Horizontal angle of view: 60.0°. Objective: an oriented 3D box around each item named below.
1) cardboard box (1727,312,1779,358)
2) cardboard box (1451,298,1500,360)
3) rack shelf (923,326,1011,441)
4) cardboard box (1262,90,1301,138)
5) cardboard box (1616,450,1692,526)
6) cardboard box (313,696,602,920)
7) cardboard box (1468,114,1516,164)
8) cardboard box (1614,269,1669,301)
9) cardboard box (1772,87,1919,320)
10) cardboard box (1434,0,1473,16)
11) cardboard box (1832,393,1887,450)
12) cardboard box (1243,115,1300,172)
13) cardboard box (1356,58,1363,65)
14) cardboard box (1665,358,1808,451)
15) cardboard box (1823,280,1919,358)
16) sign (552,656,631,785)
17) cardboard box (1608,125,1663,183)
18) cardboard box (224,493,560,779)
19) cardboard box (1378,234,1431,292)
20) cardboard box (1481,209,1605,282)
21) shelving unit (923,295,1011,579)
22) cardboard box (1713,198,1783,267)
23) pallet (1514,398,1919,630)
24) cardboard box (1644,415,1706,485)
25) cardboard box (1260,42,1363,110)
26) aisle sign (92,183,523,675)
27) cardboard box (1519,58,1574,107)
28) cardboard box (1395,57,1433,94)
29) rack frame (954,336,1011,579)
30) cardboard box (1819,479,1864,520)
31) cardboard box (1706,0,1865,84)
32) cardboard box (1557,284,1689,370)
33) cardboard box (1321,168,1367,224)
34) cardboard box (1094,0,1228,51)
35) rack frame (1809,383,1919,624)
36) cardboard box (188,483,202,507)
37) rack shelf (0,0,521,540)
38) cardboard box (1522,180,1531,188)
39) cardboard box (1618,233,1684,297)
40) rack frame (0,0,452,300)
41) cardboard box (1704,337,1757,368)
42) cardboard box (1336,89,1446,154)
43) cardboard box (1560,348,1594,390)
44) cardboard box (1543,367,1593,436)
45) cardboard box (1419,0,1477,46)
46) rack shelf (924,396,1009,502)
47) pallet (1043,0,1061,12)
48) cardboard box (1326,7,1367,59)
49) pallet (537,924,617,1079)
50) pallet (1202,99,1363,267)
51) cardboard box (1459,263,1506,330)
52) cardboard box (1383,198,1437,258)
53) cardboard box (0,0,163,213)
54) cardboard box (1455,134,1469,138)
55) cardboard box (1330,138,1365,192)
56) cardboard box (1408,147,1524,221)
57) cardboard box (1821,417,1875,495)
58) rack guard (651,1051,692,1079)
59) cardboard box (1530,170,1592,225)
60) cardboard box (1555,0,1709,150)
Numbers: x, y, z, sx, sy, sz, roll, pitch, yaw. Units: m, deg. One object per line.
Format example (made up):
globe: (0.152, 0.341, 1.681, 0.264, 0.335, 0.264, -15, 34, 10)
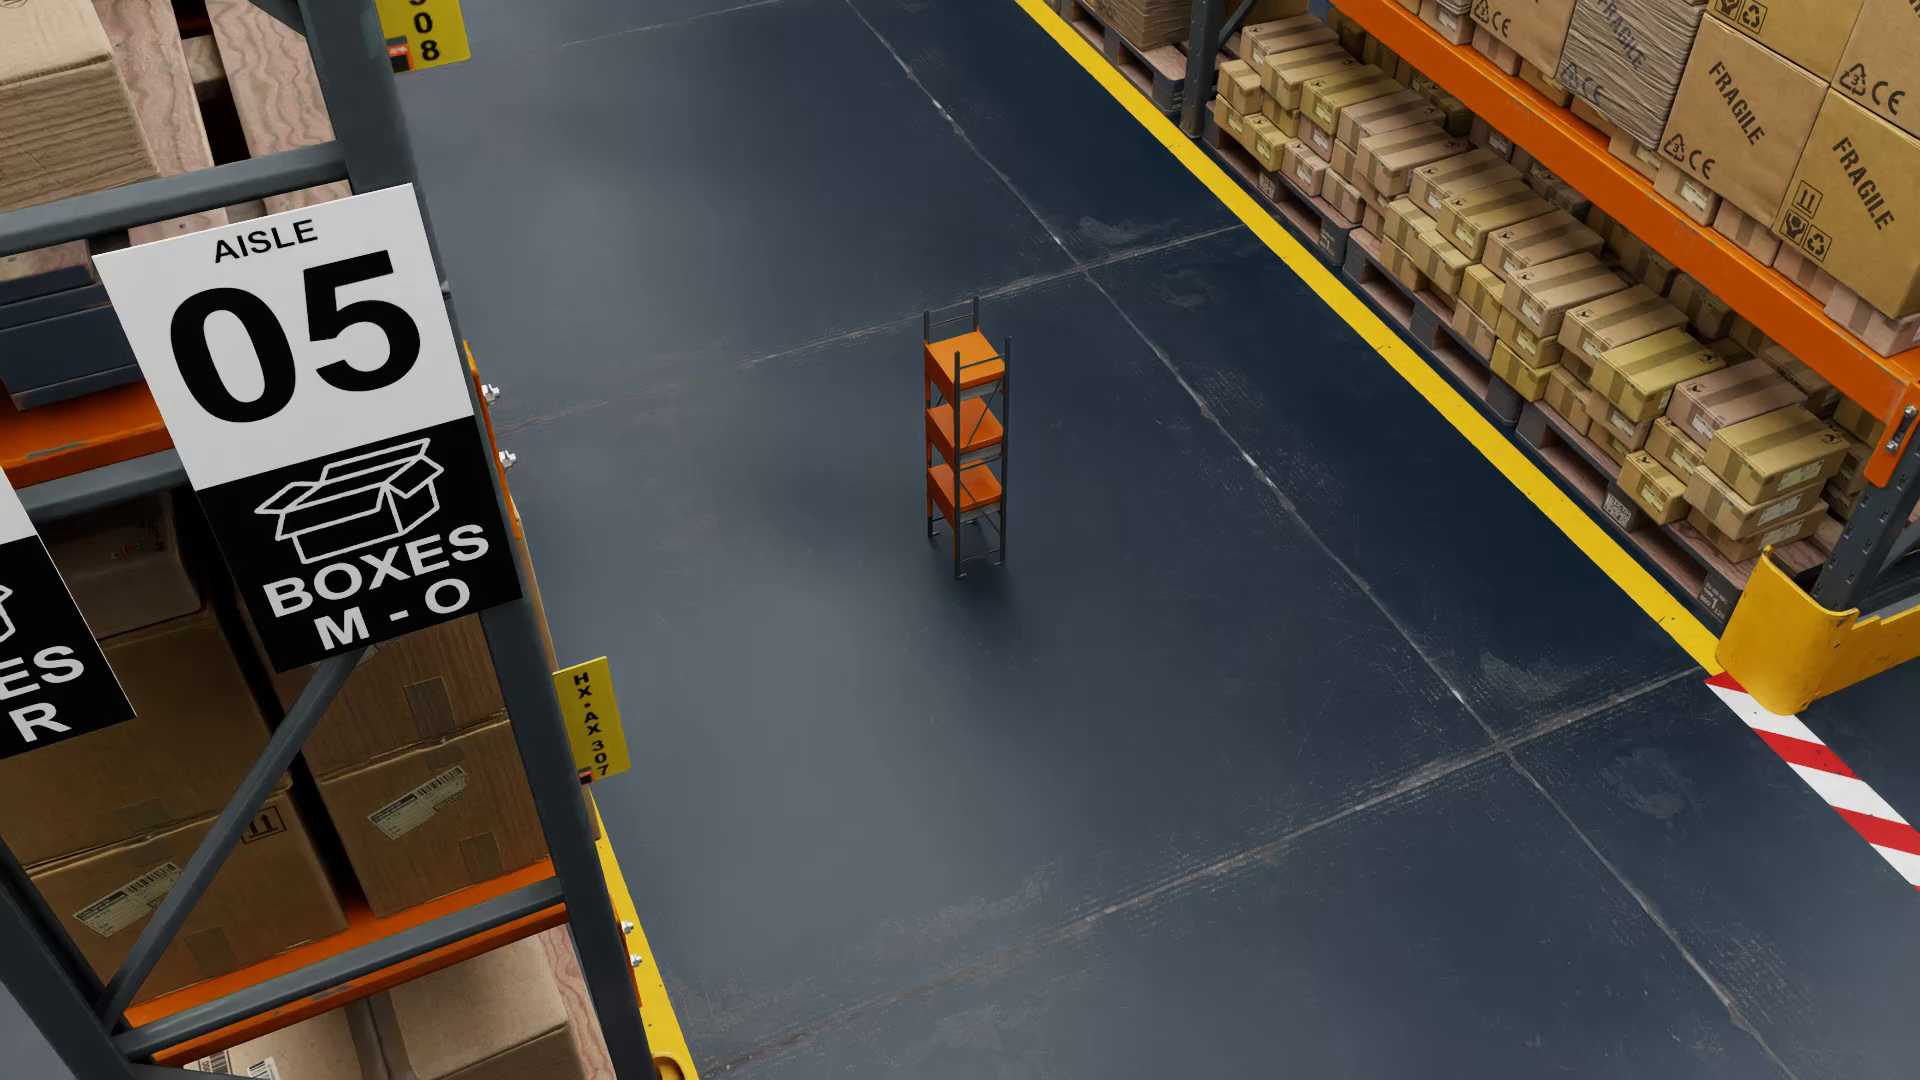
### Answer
cardboard box: (3.133, -0.808, 6.241, 0.380, 0.149, 0.250, -18, 47, -18)
cardboard box: (2.240, -0.903, 6.760, 0.380, 0.149, 0.250, -17, 47, -17)
rack shelf: (0.022, -0.534, 5.655, 0.215, 0.259, 0.240, -18, 47, -17)
cardboard box: (1.628, -2.019, 7.679, 0.380, 0.149, 0.250, -18, 47, -17)
cardboard box: (2.649, -0.232, 6.080, 0.380, 0.149, 0.250, -17, 47, -16)
cardboard box: (-1.130, 0.411, 3.627, 0.500, 0.500, 0.500, -18, 48, -18)
cardboard box: (2.454, -1.794, 7.239, 0.380, 0.149, 0.250, -20, 48, -19)
cardboard box: (2.818, -0.997, 6.644, 0.380, 0.149, 0.250, -20, 48, -19)
cardboard box: (2.837, -1.041, 4.886, 0.500, 0.500, 0.500, -17, 47, -17)
cardboard box: (1.951, -2.345, 6.208, 0.500, 0.500, 0.500, -19, 48, -18)
cardboard box: (3.348, -0.470, 5.898, 0.380, 0.149, 0.250, -20, 48, -19)
cardboard box: (1.551, -1.876, 7.747, 0.380, 0.149, 0.250, -17, 47, -16)
cardboard box: (1.999, -2.372, 8.037, 0.380, 0.149, 0.250, -17, 47, -17)
cardboard box: (2.754, -0.475, 5.903, 0.380, 0.149, 0.250, -17, 47, -17)
cardboard box: (2.866, -0.724, 5.027, 0.380, 0.149, 0.250, -18, 47, -17)
sign: (-0.683, 0.341, 3.096, 0.100, 0.325, 0.005, -18, 47, -17)
cardboard box: (2.464, -1.381, 5.693, 0.380, 0.149, 0.250, -20, 48, -19)
cardboard box: (-1.132, 0.055, 3.275, 0.500, 0.500, 0.500, -19, 48, -18)
cardboard box: (2.022, -1.231, 7.093, 0.380, 0.149, 0.250, -19, 48, -18)
cardboard box: (2.304, -1.142, 6.579, 0.380, 0.149, 0.250, -20, 48, -19)
shelving unit: (0.022, -0.340, 5.847, 0.215, 1.050, 0.252, -18, 47, -17)
cardboard box: (2.676, -1.049, 5.356, 0.380, 0.149, 0.250, -18, 48, -18)
pallet: (2.918, -0.273, 6.377, 1.003, 0.211, 1.213, -18, 47, -17)
cardboard box: (2.718, -0.364, 6.003, 0.380, 0.149, 0.250, -19, 48, -18)
cardboard box: (1.597, -2.111, 7.561, 0.380, 0.149, 0.250, -16, 47, -15)
aisle sign: (-0.896, -0.128, 2.393, 0.394, 0.787, 0.004, -18, 47, -17)
cardboard box: (2.278, -1.735, 6.052, 0.380, 0.149, 0.250, -17, 47, -17)
cardboard box: (2.218, -2.127, 7.577, 0.380, 0.149, 0.250, -18, 48, -18)
rack frame: (0.074, -0.262, 5.768, 0.200, 1.050, 0.008, -18, 47, -17)
cardboard box: (3.330, -0.252, 6.101, 0.380, 0.149, 0.250, -17, 47, -17)
cardboard box: (2.628, -1.728, 4.870, 0.500, 0.500, 0.500, -20, 48, -19)
cardboard box: (2.478, -0.787, 6.219, 0.380, 0.149, 0.250, -20, 48, -19)
cardboard box: (1.855, -1.586, 7.453, 0.380, 0.149, 0.250, -19, 48, -18)
cardboard box: (1.038, -2.895, 8.529, 0.500, 0.500, 0.500, -19, 48, -18)
rack frame: (3.260, -0.689, 4.813, 1.000, 3.000, 0.127, -18, 47, -17)
cardboard box: (-1.262, -0.239, 3.112, 0.380, 0.149, 0.250, -17, 47, -16)
rack shelf: (-2.030, -1.249, 3.757, 1.077, 0.370, 4.000, -18, 47, -17)
cardboard box: (2.488, -1.516, 7.169, 0.380, 0.149, 0.250, -20, 48, -19)
cardboard box: (2.845, -1.122, 6.558, 0.380, 0.149, 0.250, -16, 47, -16)
rack frame: (-1.189, -1.298, 1.159, 1.000, 3.000, 0.127, -18, 47, -17)
cardboard box: (3.025, -0.661, 6.303, 0.380, 0.149, 0.250, -17, 47, -17)
cardboard box: (1.878, -1.805, 7.251, 0.380, 0.149, 0.250, -19, 48, -18)
cardboard box: (2.539, -0.714, 6.357, 0.380, 0.149, 0.250, -19, 48, -18)
cardboard box: (2.500, -0.579, 6.432, 0.380, 0.149, 0.250, -18, 47, -17)
cardboard box: (1.998, -2.047, 6.368, 0.380, 0.149, 0.250, -16, 47, -16)
rack shelf: (0.022, -0.332, 5.854, 0.215, 0.259, 0.240, -18, 47, -17)
pallet: (0.732, -3.520, 9.667, 1.003, 0.211, 1.213, -18, 47, -17)
cardboard box: (1.964, -2.435, 7.889, 0.380, 0.149, 0.250, -17, 47, -16)
pallet: (-1.596, 1.343, 4.739, 1.003, 0.211, 1.213, -18, 47, -17)
pallet: (1.892, -1.828, 7.952, 1.003, 0.211, 1.213, -18, 47, -17)
cardboard box: (2.238, -1.008, 6.654, 0.380, 0.149, 0.250, -16, 47, -15)
cardboard box: (2.017, -1.339, 6.991, 0.380, 0.149, 0.250, -18, 48, -18)
cardboard box: (-1.460, -0.623, 2.346, 0.500, 0.250, 0.500, -22, 49, -21)
cardboard box: (2.269, -1.849, 7.507, 0.380, 0.149, 0.250, -18, 47, -17)
cardboard box: (1.874, -1.701, 7.357, 0.380, 0.149, 0.250, -20, 48, -19)
cardboard box: (2.100, -1.469, 6.911, 0.380, 0.149, 0.250, -20, 48, -19)
cardboard box: (3.272, -0.340, 5.977, 0.380, 0.149, 0.250, -16, 47, -16)
rack guard: (-1.179, 1.742, 4.129, 1.175, 0.500, 0.348, -18, 47, -17)
cardboard box: (2.584, -1.435, 6.876, 0.380, 0.149, 0.250, -18, 47, -17)
cardboard box: (2.403, -1.691, 5.545, 0.500, 0.500, 0.500, -18, 47, -17)
